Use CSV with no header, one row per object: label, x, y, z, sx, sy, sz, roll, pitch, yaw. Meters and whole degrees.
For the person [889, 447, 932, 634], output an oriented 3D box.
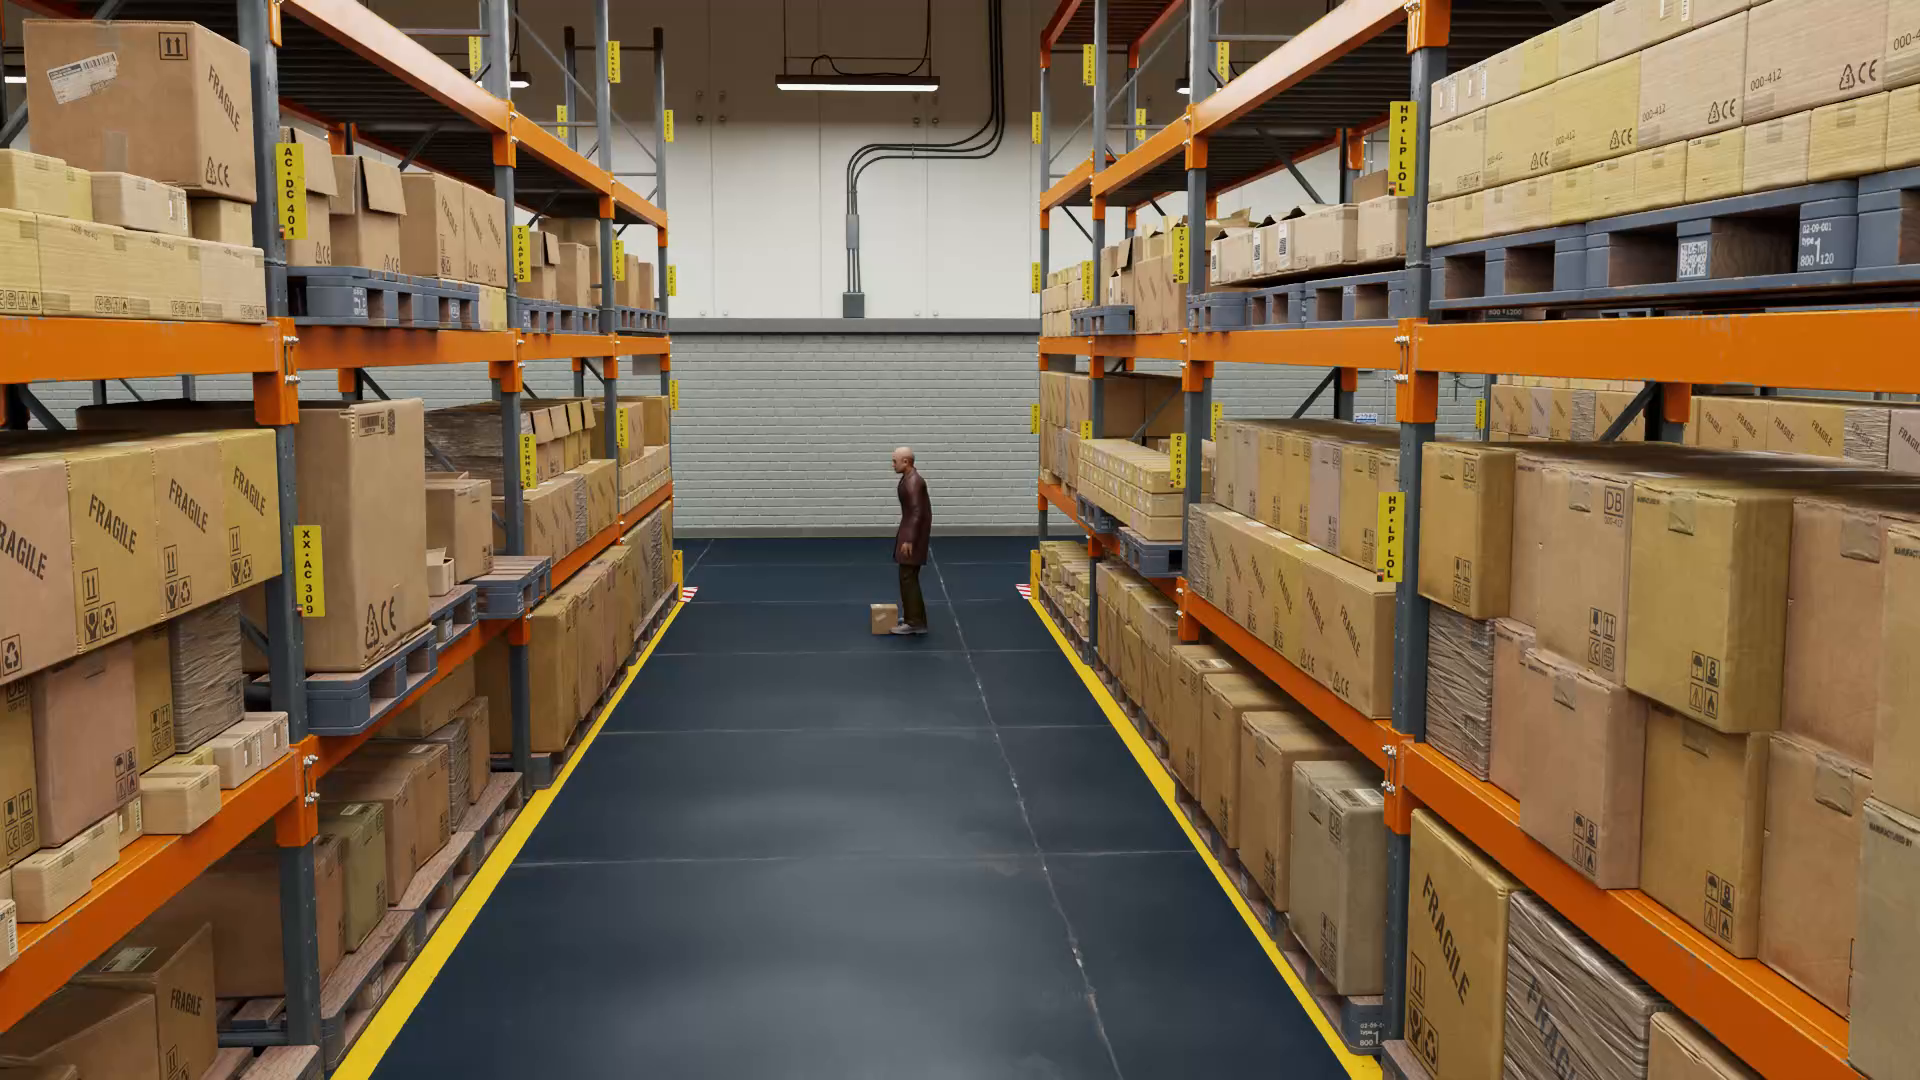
person,-0.477,-0.003,15.828,0.418,1.774,0.649,-1,7,-4
